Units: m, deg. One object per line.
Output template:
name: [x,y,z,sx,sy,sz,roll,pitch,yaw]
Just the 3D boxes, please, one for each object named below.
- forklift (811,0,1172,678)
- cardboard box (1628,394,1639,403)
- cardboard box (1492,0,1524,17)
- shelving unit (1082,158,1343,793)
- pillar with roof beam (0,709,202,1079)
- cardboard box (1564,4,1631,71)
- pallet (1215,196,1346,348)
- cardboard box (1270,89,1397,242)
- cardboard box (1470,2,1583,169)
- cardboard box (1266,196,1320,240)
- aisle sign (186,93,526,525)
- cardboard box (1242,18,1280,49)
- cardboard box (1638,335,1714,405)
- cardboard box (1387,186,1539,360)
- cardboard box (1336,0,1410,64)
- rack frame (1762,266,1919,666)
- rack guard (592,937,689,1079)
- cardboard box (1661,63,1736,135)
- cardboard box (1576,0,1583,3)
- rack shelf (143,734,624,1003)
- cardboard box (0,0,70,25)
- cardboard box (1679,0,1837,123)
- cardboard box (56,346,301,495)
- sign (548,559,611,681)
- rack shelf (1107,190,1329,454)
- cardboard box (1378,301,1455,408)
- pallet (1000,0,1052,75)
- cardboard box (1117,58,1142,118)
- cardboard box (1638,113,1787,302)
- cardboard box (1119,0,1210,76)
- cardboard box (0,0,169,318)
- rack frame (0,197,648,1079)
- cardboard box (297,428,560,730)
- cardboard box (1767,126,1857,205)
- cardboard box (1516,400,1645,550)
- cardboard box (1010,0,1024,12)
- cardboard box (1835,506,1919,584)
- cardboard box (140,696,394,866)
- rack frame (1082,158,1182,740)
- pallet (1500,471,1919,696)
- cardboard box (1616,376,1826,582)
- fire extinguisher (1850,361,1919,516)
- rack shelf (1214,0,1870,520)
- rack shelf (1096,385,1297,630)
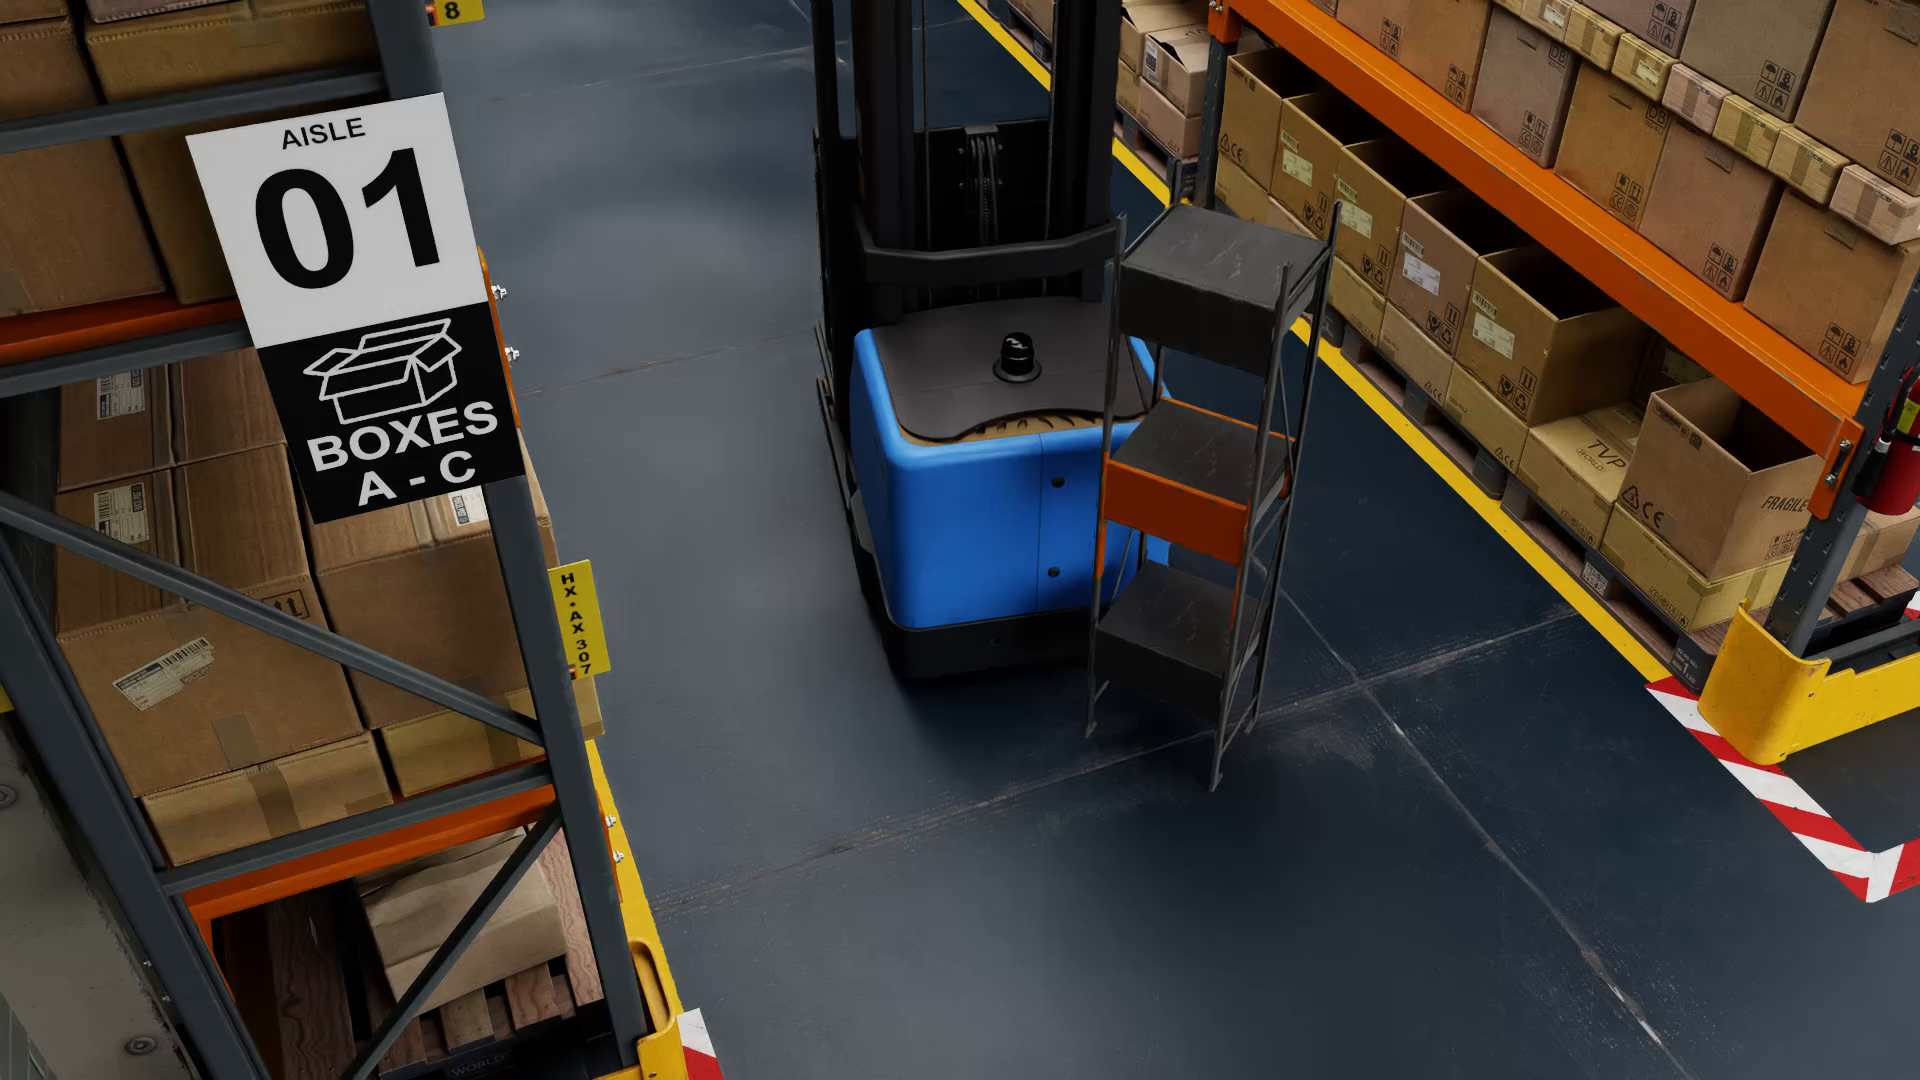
forklift: [-0.020,-1.575,6.334,1.130,2.935,3.031,-7,41,-9]
cardboard box: [2.866,-0.694,7.043,0.500,0.250,0.500,-15,43,-17]
cardboard box: [2.240,-2.148,6.374,0.380,0.149,0.250,-15,43,-17]
shelving unit: [0.750,-0.118,5.275,0.503,2.100,0.431,21,45,23]
pillar with roof beam: [1.586,-2.914,3.237,9.100,9.000,0.400,-15,43,-17]
cardboard box: [2.432,-1.843,6.019,0.380,0.149,0.250,-14,43,-16]
pallet: [1.986,-1.460,8.286,1.003,0.211,1.213,-15,43,-17]
cardboard box: [1.807,-1.751,7.698,0.500,0.500,0.500,-15,43,-17]
cardboard box: [2.489,-1.852,6.526,0.700,0.500,0.500,-14,43,-16]
cardboard box: [1.804,-1.466,7.941,0.500,0.250,0.500,-15,43,-17]
aisle sign: [-1.020,-0.376,2.893,0.394,0.787,0.004,-15,43,-17]
cardboard box: [1.793,-2.647,8.885,0.500,0.311,0.500,-15,43,-17]
cardboard box: [3.058,-0.678,6.449,0.500,0.500,0.500,-15,43,-17]
cardboard box: [2.185,-1.147,6.995,0.500,0.500,0.500,-15,43,-17]
cardboard box: [2.104,-2.463,7.237,0.700,0.500,0.500,-16,43,-17]
rack frame: [3.251,-0.597,5.144,1.000,3.000,0.127,-15,43,-17]
rack guard: [-1.353,1.543,4.573,1.175,0.500,0.348,-15,43,-17]
cardboard box: [2.635,-1.527,5.651,0.380,0.149,0.250,-15,43,-16]
cardboard box: [2.472,-2.364,6.127,0.700,0.500,0.500,-15,43,-17]
rack shelf: [-2.090,-0.291,5.340,1.077,0.370,4.000,-15,43,-17]
cardboard box: [-1.731,-1.116,2.587,0.500,0.500,0.500,-13,42,-15]
cardboard box: [2.858,-1.759,5.423,0.700,0.500,0.500,-16,43,-18]
cardboard box: [-1.885,-0.131,4.126,0.500,0.500,0.500,-15,43,-16]
sign: [-0.823,0.177,3.580,0.100,0.325,0.005,-15,43,-17]
rack shelf: [0.748,-0.637,4.826,0.480,0.518,0.431,21,45,23]
cardboard box: [2.188,-0.864,7.241,0.500,0.250,0.500,-15,43,-17]
pallet: [0.932,-3.120,10.216,1.003,0.211,1.213,-15,43,-17]
cardboard box: [1.102,-2.606,9.267,0.500,0.250,0.500,-16,43,-18]
cardboard box: [2.879,-1.235,5.809,0.700,0.500,0.500,-14,43,-16]
cardboard box: [1.096,-2.820,9.086,0.500,0.311,0.500,-14,43,-16]
cardboard box: [-1.718,-0.730,2.906,0.500,0.500,0.500,-12,42,-14]
rack frame: [-1.324,0.641,3.704,1.000,3.000,0.127,-15,43,-17]
cardboard box: [-1.229,0.043,3.924,0.500,0.500,0.500,-15,43,-17]
cardboard box: [2.827,-1.221,5.295,0.380,0.149,0.250,-14,43,-16]
cardboard box: [2.570,-0.262,6.540,0.500,0.250,0.500,-15,43,-17]
cardboard box: [0.517,-3.530,10.341,0.500,0.250,0.500,-16,43,-18]
cardboard box: [3.251,-0.093,6.344,0.500,0.250,0.500,-15,43,-17]
cardboard box: [-1.682,0.457,4.018,0.500,0.250,0.500,-15,43,-16]
rack frame: [0.540,-0.198,5.368,0.015,2.100,0.400,21,45,23]
pallet: [2.920,0.010,6.577,1.003,0.211,1.213,-15,43,-17]
cardboard box: [2.771,-0.247,5.948,0.500,0.500,0.500,-15,43,-17]
fire extinguisher: [2.867,-0.381,4.952,0.296,0.674,0.183,-15,43,-17]
rack shelf: [2.486,-1.529,6.780,1.077,0.370,4.000,-15,43,-17]
rack shelf: [0.750,-0.107,5.284,0.480,0.518,0.431,21,45,23]
